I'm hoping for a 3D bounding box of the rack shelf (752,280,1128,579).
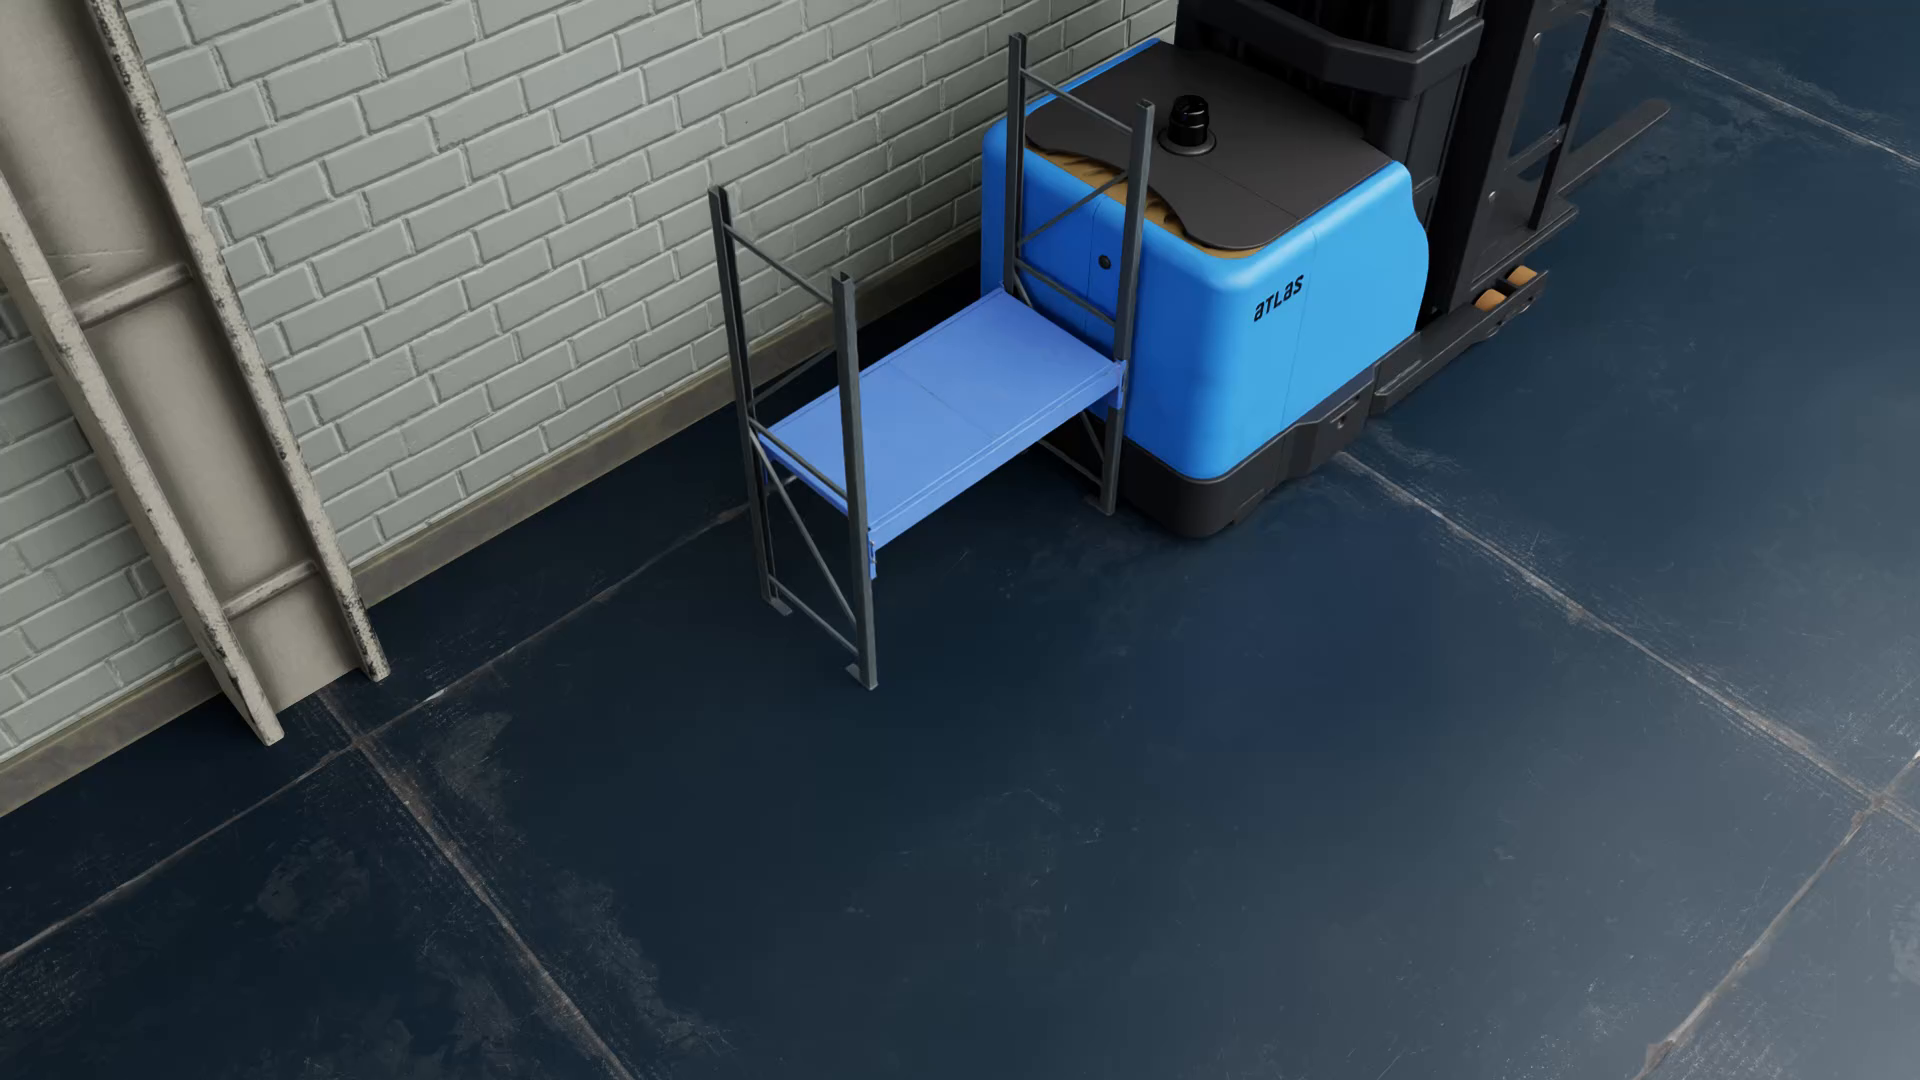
[{"bbox_3d":[-0.055,-0.343,4.791,1.000,0.185,0.538,-35,56,-28],"label":"rack shelf"}]

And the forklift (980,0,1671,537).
[{"bbox_3d":[1.466,-1.966,5.070,3.031,2.935,1.130,-35,56,-28],"label":"forklift"}]

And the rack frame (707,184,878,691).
[{"bbox_3d":[-0.423,-0.208,4.421,0.032,1.500,0.500,-35,56,-28],"label":"rack frame"}]

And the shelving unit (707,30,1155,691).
[{"bbox_3d":[-0.055,-0.465,4.659,1.048,1.500,0.538,-35,56,-28],"label":"shelving unit"}]

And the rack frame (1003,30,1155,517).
[{"bbox_3d":[0.314,-0.723,4.896,0.032,1.500,0.500,-35,56,-28],"label":"rack frame"}]
